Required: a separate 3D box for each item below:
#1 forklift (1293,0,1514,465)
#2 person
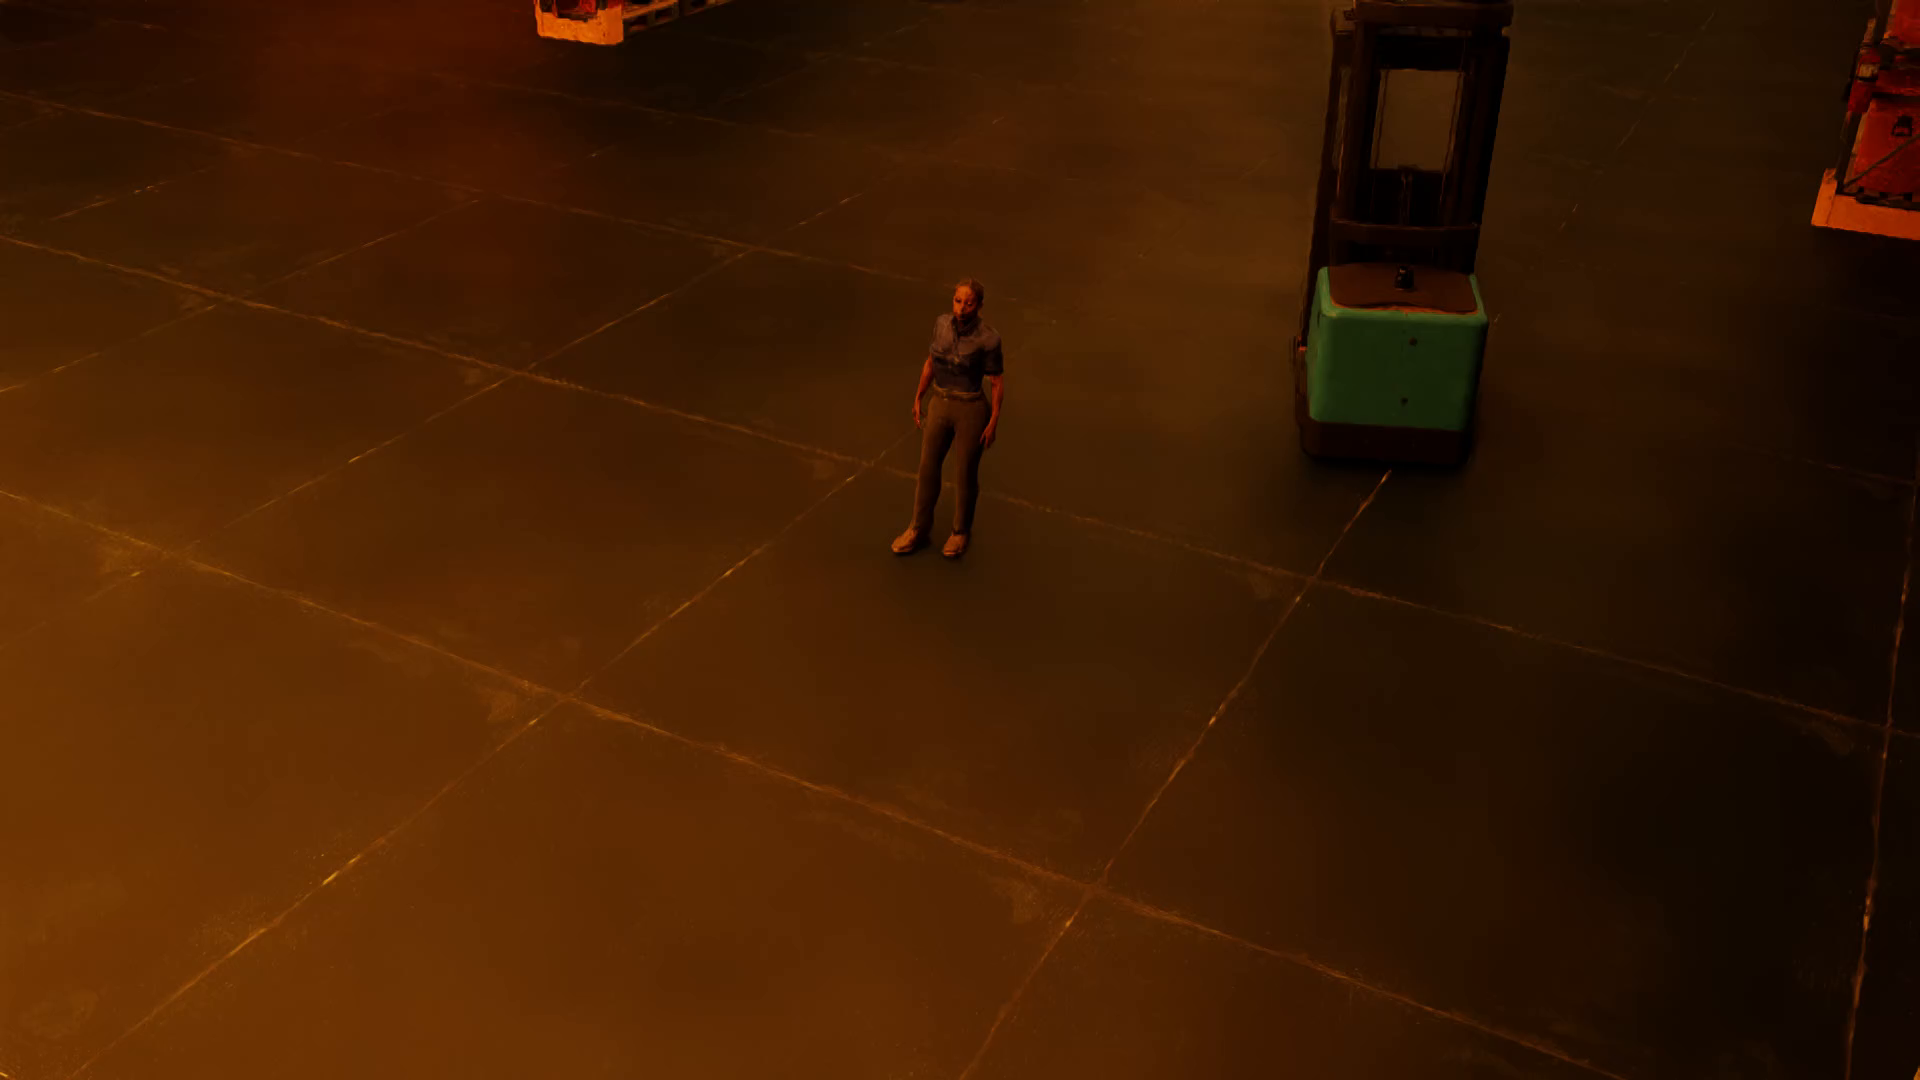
[{"bbox_3d":[2.992,-2.470,11.351,1.130,2.935,3.031,4,30,8],"label":"forklift"},{"bbox_3d":[-0.060,-0.689,9.528,0.570,1.654,0.503,15,33,25],"label":"person"}]
